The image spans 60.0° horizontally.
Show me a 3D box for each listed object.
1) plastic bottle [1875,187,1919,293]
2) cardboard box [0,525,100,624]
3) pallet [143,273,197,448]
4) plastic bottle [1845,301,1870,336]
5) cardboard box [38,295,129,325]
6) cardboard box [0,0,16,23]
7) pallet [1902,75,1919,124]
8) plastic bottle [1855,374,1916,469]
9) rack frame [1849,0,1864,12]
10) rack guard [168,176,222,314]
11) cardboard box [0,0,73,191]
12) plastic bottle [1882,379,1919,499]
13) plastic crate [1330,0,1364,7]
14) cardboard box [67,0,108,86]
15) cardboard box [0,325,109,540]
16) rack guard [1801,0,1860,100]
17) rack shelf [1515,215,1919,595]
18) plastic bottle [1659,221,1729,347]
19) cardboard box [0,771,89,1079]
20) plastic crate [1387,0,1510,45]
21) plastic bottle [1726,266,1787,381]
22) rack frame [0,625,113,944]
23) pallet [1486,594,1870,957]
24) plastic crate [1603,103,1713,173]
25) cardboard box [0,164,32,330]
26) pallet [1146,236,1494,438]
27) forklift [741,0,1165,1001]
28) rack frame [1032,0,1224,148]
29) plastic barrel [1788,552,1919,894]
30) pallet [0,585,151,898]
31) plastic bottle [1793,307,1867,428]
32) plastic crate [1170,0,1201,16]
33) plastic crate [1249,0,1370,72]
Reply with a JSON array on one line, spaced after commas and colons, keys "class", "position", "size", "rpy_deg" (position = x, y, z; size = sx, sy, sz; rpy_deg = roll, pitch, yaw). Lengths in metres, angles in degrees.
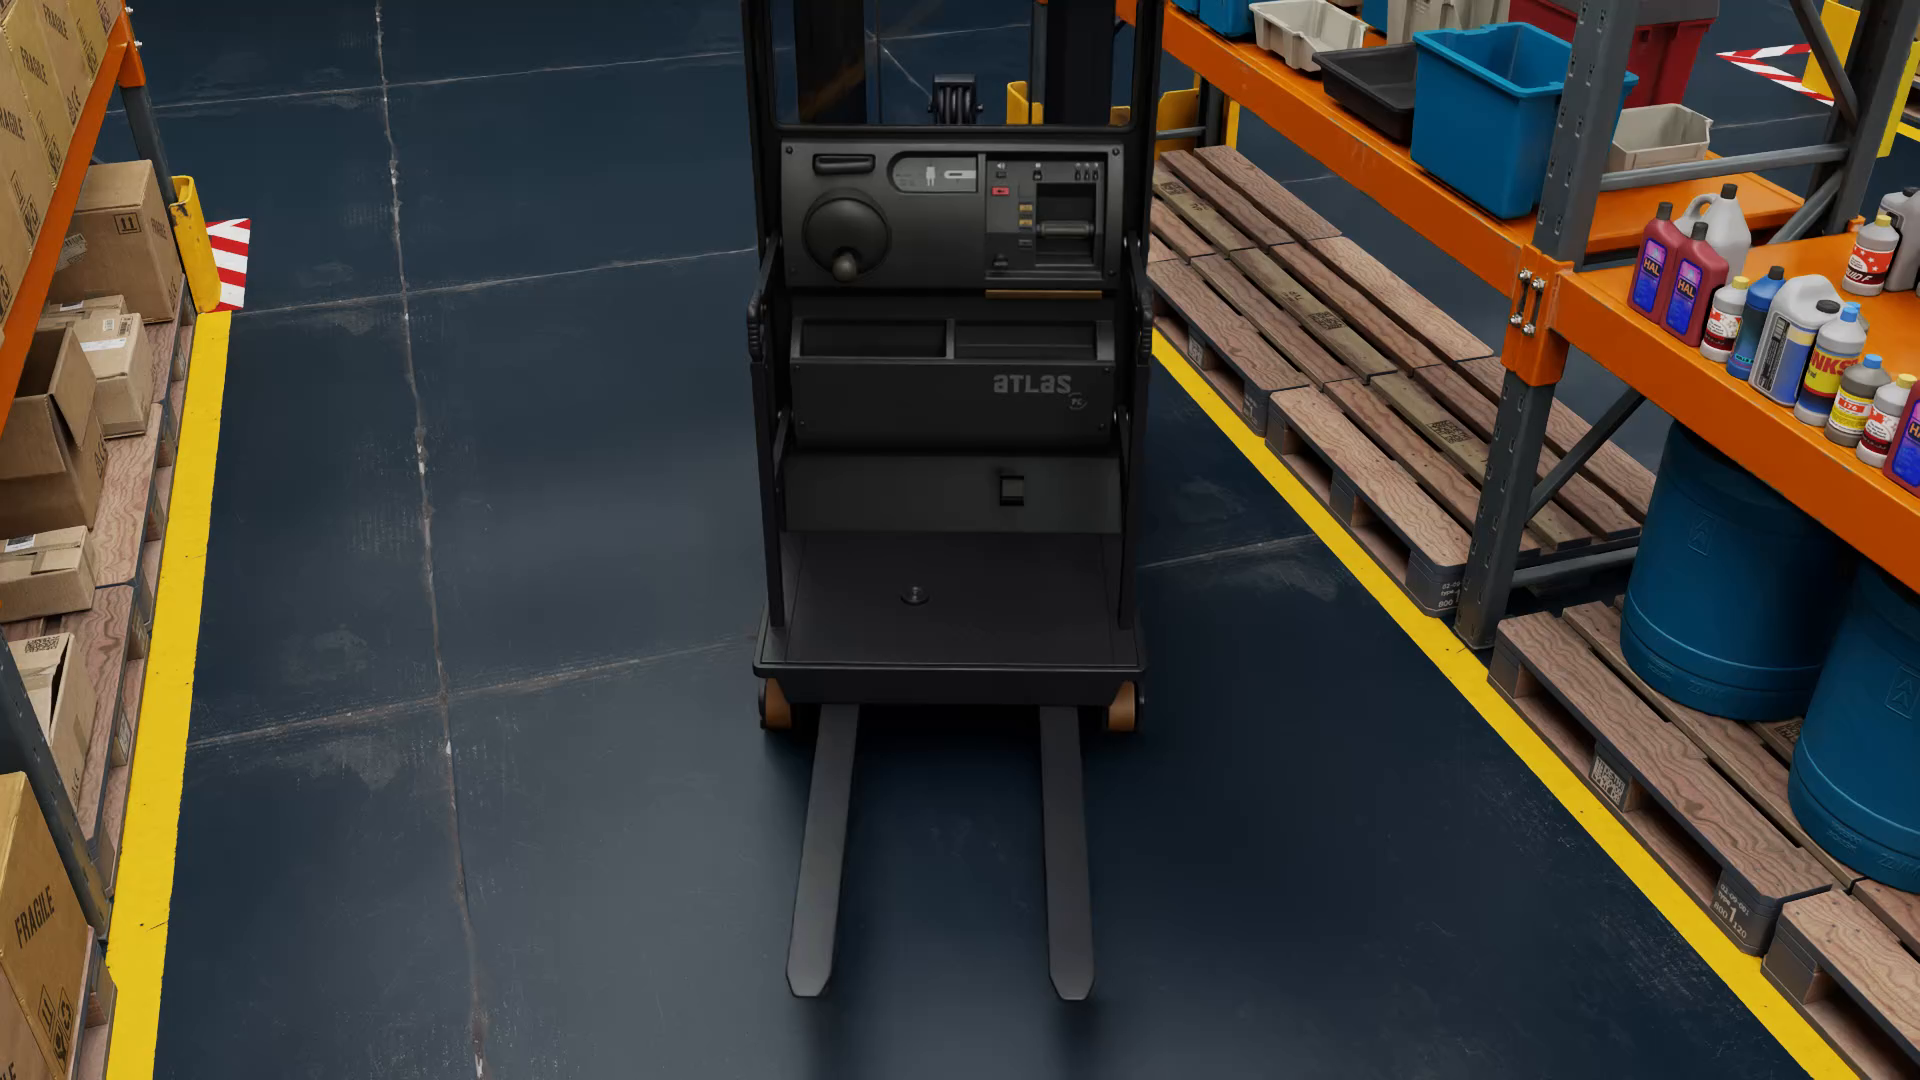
[{"class": "plastic bottle", "position": [2.494, -0.809, 4.366], "size": [0.152, 0.276, 0.135], "rpy_deg": [-10, 35, -15]}, {"class": "cardboard box", "position": [-2.848, 0.107, 5.038], "size": [0.380, 0.166, 0.250], "rpy_deg": [-10, 35, -15]}, {"class": "pallet", "position": [-3.605, -0.661, 6.558], "size": [1.003, 0.211, 1.213], "rpy_deg": [-10, 35, -15]}, {"class": "plastic bottle", "position": [2.069, -0.462, 3.908], "size": [0.097, 0.201, 0.097], "rpy_deg": [0, 33, 0]}, {"class": "cardboard box", "position": [-3.434, -0.812, 6.429], "size": [0.380, 0.166, 0.250], "rpy_deg": [-10, 35, -15]}, {"class": "cardboard box", "position": [-3.001, -1.748, 4.676], "size": [0.500, 0.500, 0.500], "rpy_deg": [-9, 34, -13]}, {"class": "pallet", "position": [5.881, -2.376, 9.155], "size": [1.003, 0.211, 1.213], "rpy_deg": [-10, 35, -15]}, {"class": "plastic bottle", "position": [2.025, -0.263, 3.608], "size": [0.097, 0.201, 0.097], "rpy_deg": [0, 33, 0]}, {"class": "rack frame", "position": [5.563, -3.946, 9.001], "size": [1.000, 3.000, 0.127], "rpy_deg": [-10, 35, -15]}, {"class": "rack guard", "position": [-3.849, -1.200, 7.112], "size": [1.175, 0.500, 0.348], "rpy_deg": [-10, 35, -15]}, {"class": "cardboard box", "position": [-3.014, -1.335, 4.959], "size": [0.500, 0.500, 0.500], "rpy_deg": [-10, 35, -15]}, {"class": "plastic bottle", "position": [2.043, -0.234, 3.489], "size": [0.061, 0.283, 0.133], "rpy_deg": [-10, 35, -15]}, {"class": "plastic crate", "position": [1.558, -2.182, 6.516], "size": [0.298, 0.136, 0.250], "rpy_deg": [-10, 35, -15]}, {"class": "cardboard box", "position": [-3.315, -1.863, 5.758], "size": [0.500, 0.500, 0.500], "rpy_deg": [-10, 35, -14]}, {"class": "cardboard box", "position": [-3.230, -0.310, 5.363], "size": [0.797, 0.503, 0.637], "rpy_deg": [-10, 35, -15]}, {"class": "rack guard", "position": [5.556, -2.916, 9.709], "size": [1.175, 0.500, 0.348], "rpy_deg": [-10, 35, -15]}, {"class": "rack shelf", "position": [2.676, 0.337, 3.172], "size": [1.077, 0.370, 4.000], "rpy_deg": [-10, 35, -15]}, {"class": "plastic bottle", "position": [1.813, -0.630, 4.089], "size": [0.061, 0.283, 0.133], "rpy_deg": [-10, 35, -15]}, {"class": "cardboard box", "position": [-2.229, 0.888, 3.554], "size": [0.500, 0.500, 0.500], "rpy_deg": [-10, 35, -15]}, {"class": "plastic crate", "position": [1.776, -1.822, 5.839], "size": [0.437, 0.282, 0.530], "rpy_deg": [-10, 35, -15]}, {"class": "plastic bottle", "position": [1.895, -0.517, 3.928], "size": [0.097, 0.271, 0.097], "rpy_deg": [0, 33, 0]}, {"class": "rack frame", "position": [-2.652, -0.182, 3.305], "size": [1.000, 3.000, 0.127], "rpy_deg": [-10, 35, -15]}, {"class": "pallet", "position": [2.262, 0.562, 4.708], "size": [1.003, 0.211, 1.213], "rpy_deg": [-10, 35, -15]}, {"class": "plastic crate", "position": [2.060, -1.197, 5.025], "size": [0.396, 0.136, 0.243], "rpy_deg": [-10, 35, -15]}, {"class": "cardboard box", "position": [-2.707, -0.806, 4.158], "size": [0.500, 0.500, 0.500], "rpy_deg": [-9, 35, -14]}, {"class": "pallet", "position": [1.429, -0.871, 6.877], "size": [1.003, 0.211, 1.213], "rpy_deg": [-10, 35, -15]}, {"class": "forklift", "position": [-0.022, -0.832, 4.351], "size": [1.130, 2.935, 3.031], "rpy_deg": [0, 33, 1]}, {"class": "rack frame", "position": [0.846, -3.113, 7.741], "size": [1.000, 3.000, 0.127], "rpy_deg": [-10, 35, -15]}, {"class": "plastic barrel", "position": [2.432, 0.347, 4.026], "size": [0.600, 0.901, 0.708], "rpy_deg": [-10, 35, -15]}, {"class": "pallet", "position": [-2.861, 0.621, 4.620], "size": [1.003, 0.211, 1.213], "rpy_deg": [-10, 35, -15]}, {"class": "plastic bottle", "position": [1.966, -0.395, 3.743], "size": [0.097, 0.271, 0.097], "rpy_deg": [0, 33, 0]}, {"class": "plastic crate", "position": [1.010, -2.192, 6.444], "size": [0.416, 0.233, 0.300], "rpy_deg": [-10, 35, -15]}, {"class": "plastic crate", "position": [1.249, -1.792, 5.926], "size": [0.293, 0.136, 0.466], "rpy_deg": [-10, 35, -15]}]
